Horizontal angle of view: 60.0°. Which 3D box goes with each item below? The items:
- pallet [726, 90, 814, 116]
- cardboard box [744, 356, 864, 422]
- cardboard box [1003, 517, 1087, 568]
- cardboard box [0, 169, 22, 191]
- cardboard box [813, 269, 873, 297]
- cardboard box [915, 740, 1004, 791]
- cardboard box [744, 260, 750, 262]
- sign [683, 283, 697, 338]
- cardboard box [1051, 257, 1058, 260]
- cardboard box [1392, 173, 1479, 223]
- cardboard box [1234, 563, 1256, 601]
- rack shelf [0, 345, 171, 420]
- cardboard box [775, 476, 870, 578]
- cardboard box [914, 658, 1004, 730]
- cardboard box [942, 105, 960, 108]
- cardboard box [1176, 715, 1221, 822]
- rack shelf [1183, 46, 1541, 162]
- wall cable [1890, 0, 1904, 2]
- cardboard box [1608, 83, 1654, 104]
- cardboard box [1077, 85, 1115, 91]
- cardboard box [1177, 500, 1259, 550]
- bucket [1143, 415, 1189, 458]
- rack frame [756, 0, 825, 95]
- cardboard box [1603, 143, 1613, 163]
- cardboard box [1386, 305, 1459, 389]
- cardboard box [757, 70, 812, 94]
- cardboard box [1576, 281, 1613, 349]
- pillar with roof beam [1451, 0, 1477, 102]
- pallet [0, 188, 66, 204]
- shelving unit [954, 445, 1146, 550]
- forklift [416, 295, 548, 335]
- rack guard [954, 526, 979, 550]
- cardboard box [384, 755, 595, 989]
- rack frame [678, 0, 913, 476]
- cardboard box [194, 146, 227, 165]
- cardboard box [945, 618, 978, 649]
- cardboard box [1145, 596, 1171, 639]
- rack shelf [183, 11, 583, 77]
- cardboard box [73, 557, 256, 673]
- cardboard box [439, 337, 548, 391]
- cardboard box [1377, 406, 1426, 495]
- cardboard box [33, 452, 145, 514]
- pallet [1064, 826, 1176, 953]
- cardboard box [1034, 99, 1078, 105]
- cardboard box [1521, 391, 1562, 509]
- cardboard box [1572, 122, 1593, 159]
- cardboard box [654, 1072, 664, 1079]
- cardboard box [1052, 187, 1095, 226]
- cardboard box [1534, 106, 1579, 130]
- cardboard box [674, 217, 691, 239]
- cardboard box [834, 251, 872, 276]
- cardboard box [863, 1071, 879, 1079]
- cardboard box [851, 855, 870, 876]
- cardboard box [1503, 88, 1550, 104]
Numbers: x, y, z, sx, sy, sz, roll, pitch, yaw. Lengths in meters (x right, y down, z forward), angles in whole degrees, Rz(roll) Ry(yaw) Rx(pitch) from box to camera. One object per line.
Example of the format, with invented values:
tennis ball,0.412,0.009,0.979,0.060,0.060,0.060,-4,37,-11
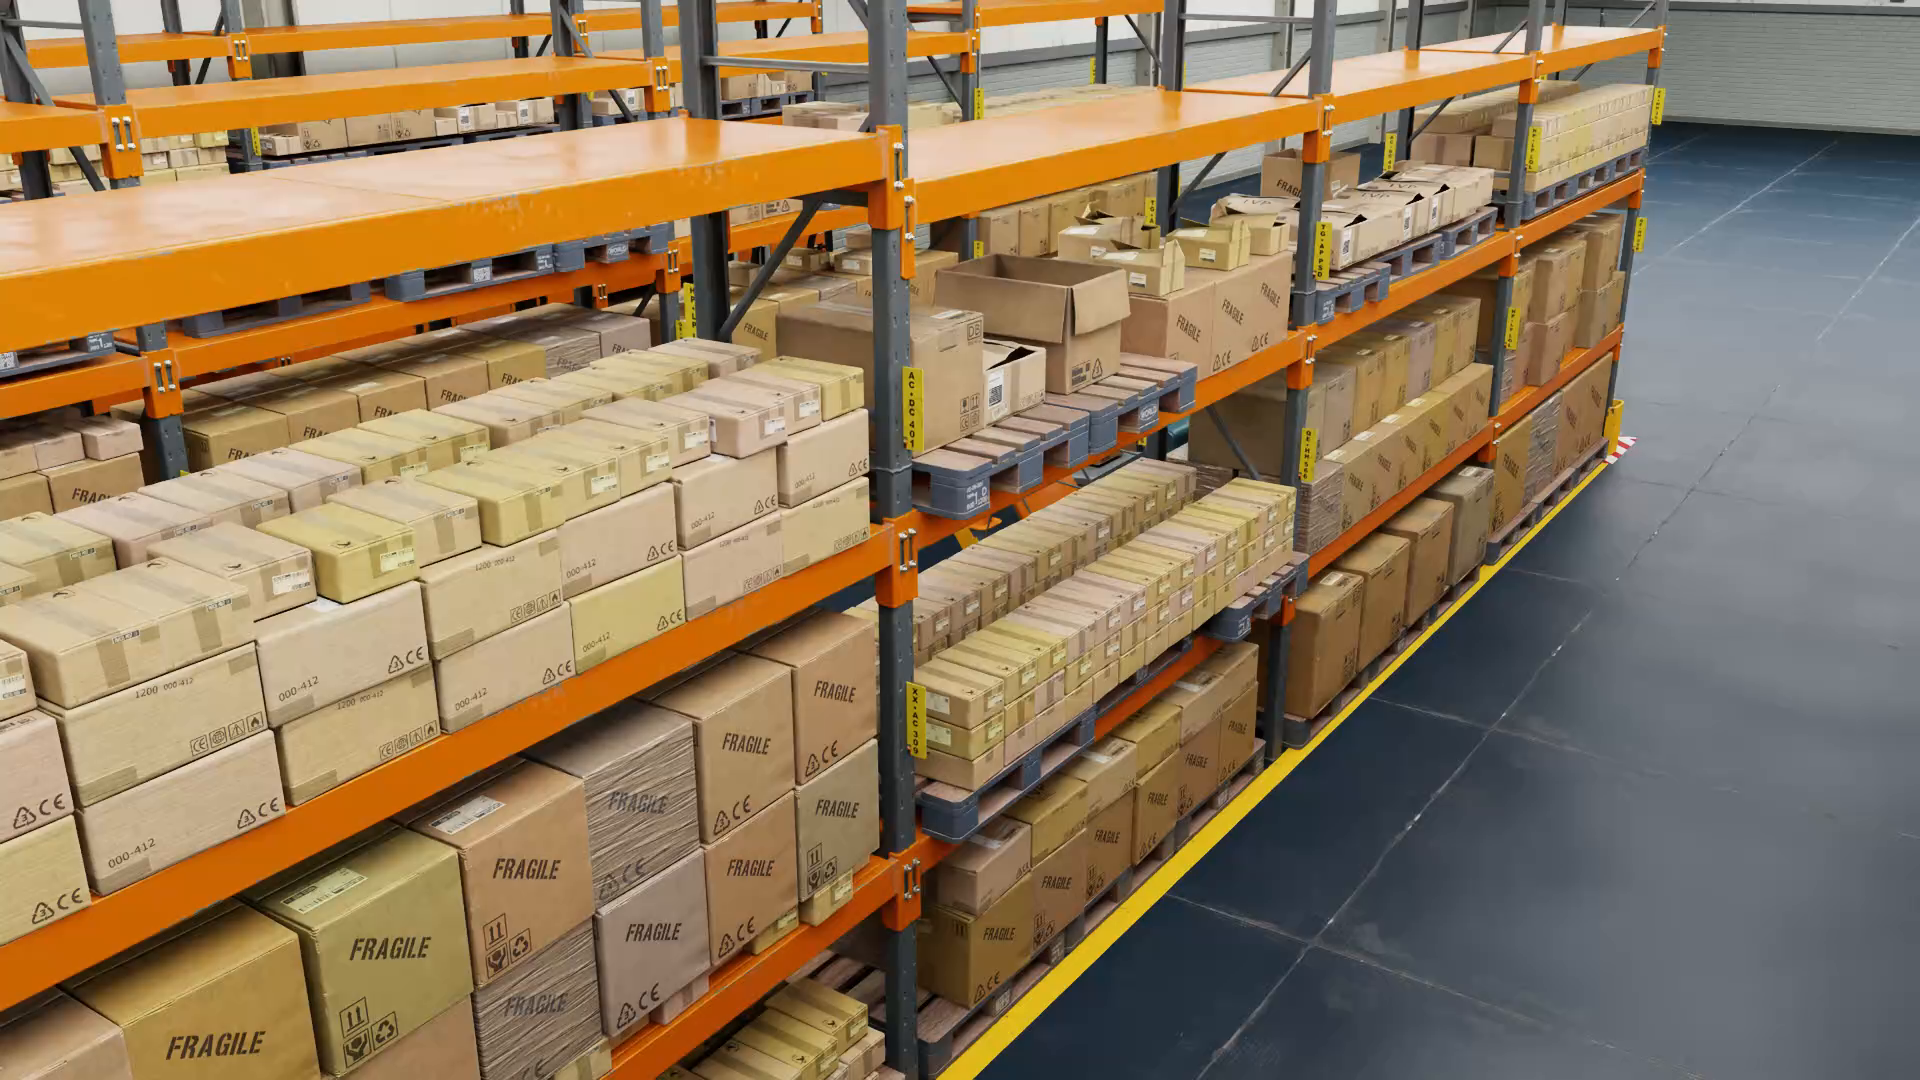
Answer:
pallet,-2.566,-5.469,20.678,1.003,0.211,1.213,13,24,32
cardboard box,-0.585,-0.570,6.227,0.380,0.149,0.250,12,23,29
cardboard box,0.456,0.011,8.958,0.380,0.149,0.250,14,25,33
cardboard box,-7.553,-2.846,13.071,0.380,0.149,0.250,14,24,33
cardboard box,-0.931,-2.104,14.598,0.500,0.500,0.500,14,25,34
cardboard box,-0.033,0.942,7.298,0.380,0.149,0.250,12,23,29
cardboard box,-2.852,-3.433,21.286,0.500,0.250,0.500,13,24,32
sign,-1.096,-0.897,6.876,0.100,0.325,0.005,13,24,32
cardboard box,0.797,-1.300,9.135,0.500,0.500,0.500,13,24,32
cardboard box,3.350,-2.434,11.811,0.500,0.250,0.500,13,24,31
cardboard box,1.431,0.194,9.321,0.380,0.149,0.250,14,24,33
rack shelf,-5.910,-0.387,7.849,1.077,0.370,4.000,13,24,32
cardboard box,-0.688,-0.098,6.247,0.500,0.250,0.500,14,24,33
cardboard box,-0.033,0.663,7.195,0.380,0.149,0.250,15,25,35
cardboard box,0.012,-4.130,16.144,0.380,0.149,0.250,14,24,33
cardboard box,1.165,1.260,9.679,0.500,0.500,0.500,14,25,34
rack shelf,2.738,-2.966,11.072,1.077,0.370,4.000,13,24,32
wall cable,24.172,-16.025,39.863,2.305,6.003,0.169,13,24,32
cardboard box,6.202,-4.142,15.427,0.380,0.149,0.250,14,24,32
cardboard box,1.463,-4.860,18.117,0.380,0.149,0.250,13,24,32
cardboard box,1.427,-0.084,9.216,0.380,0.149,0.250,14,25,33
bucket,2.032,-0.917,15.095,0.620,0.611,0.726,-24,30,-29
rack frame,-2.147,-7.115,20.677,1.000,3.000,0.127,13,24,32
cardboard box,5.489,-3.405,14.584,0.380,0.149,0.250,13,24,32
cardboard box,3.300,-1.475,12.491,0.700,0.500,0.500,13,24,31
cardboard box,-2.195,-5.825,20.618,0.500,0.500,0.500,14,25,34
cardboard box,5.648,-2.191,15.797,0.875,0.550,0.550,13,24,32
pillar with roof beam,17.141,-14.859,41.613,9.100,9.000,0.400,13,24,32
pallet,-7.888,-2.649,13.197,1.213,0.211,1.003,13,24,32
shelving unit,0.739,-0.529,13.899,1.500,0.587,1.083,-29,1,37
forklift,-4.077,-1.526,14.313,1.130,2.935,3.031,-6,21,-17
rack guard,0.044,-0.135,13.875,0.250,0.587,0.087,-29,1,37
cardboard box,-1.539,1.022,5.311,0.500,0.500,0.500,12,24,30
rack frame,-0.635,-1.769,6.224,1.000,3.000,0.127,13,24,32
cardboard box,-6.645,-3.381,14.547,0.380,0.149,0.250,14,24,33
cardboard box,-0.136,0.448,8.207,0.380,0.149,0.250,12,24,30
cardboard box,0.844,0.354,8.461,0.380,0.149,0.250,13,24,31
rack shelf,-5.520,-4.869,16.217,1.077,0.370,4.000,13,24,32
cardboard box,-2.005,0.183,4.191,0.380,0.149,0.250,14,24,33
cardboard box,-3.178,-1.066,11.385,0.500,0.500,0.500,13,24,32
cardboard box,2.938,-0.660,11.728,0.500,0.500,0.500,13,24,31
cardboard box,-4.823,-0.218,9.093,0.500,0.500,0.500,13,24,31
pallet,0.487,1.777,9.303,1.003,0.211,1.213,13,24,32
cardboard box,0.964,-4.339,16.708,0.380,0.149,0.250,14,24,33
cardboard box,4.777,-0.877,14.918,0.875,0.875,0.875,13,24,32
cardboard box,4.934,-3.346,13.849,0.500,0.250,0.500,13,24,31
cardboard box,-1.433,2.193,6.806,0.380,0.149,0.250,13,24,30
cardboard box,0.966,-3.375,17.198,0.700,0.500,0.500,13,24,31
cardboard box,4.775,-3.415,13.459,0.380,0.149,0.250,13,24,31
cardboard box,-2.220,-2.386,12.576,0.380,0.149,0.250,13,24,32
cardboard box,-0.873,-2.415,14.503,0.380,0.149,0.250,12,24,30
cardboard box,-0.574,2.364,7.202,0.380,0.149,0.250,14,24,32
cardboard box,-0.602,1.290,6.963,0.380,0.149,0.250,13,24,31
cardboard box,5.088,-3.980,14.988,0.380,0.149,0.250,13,24,31
